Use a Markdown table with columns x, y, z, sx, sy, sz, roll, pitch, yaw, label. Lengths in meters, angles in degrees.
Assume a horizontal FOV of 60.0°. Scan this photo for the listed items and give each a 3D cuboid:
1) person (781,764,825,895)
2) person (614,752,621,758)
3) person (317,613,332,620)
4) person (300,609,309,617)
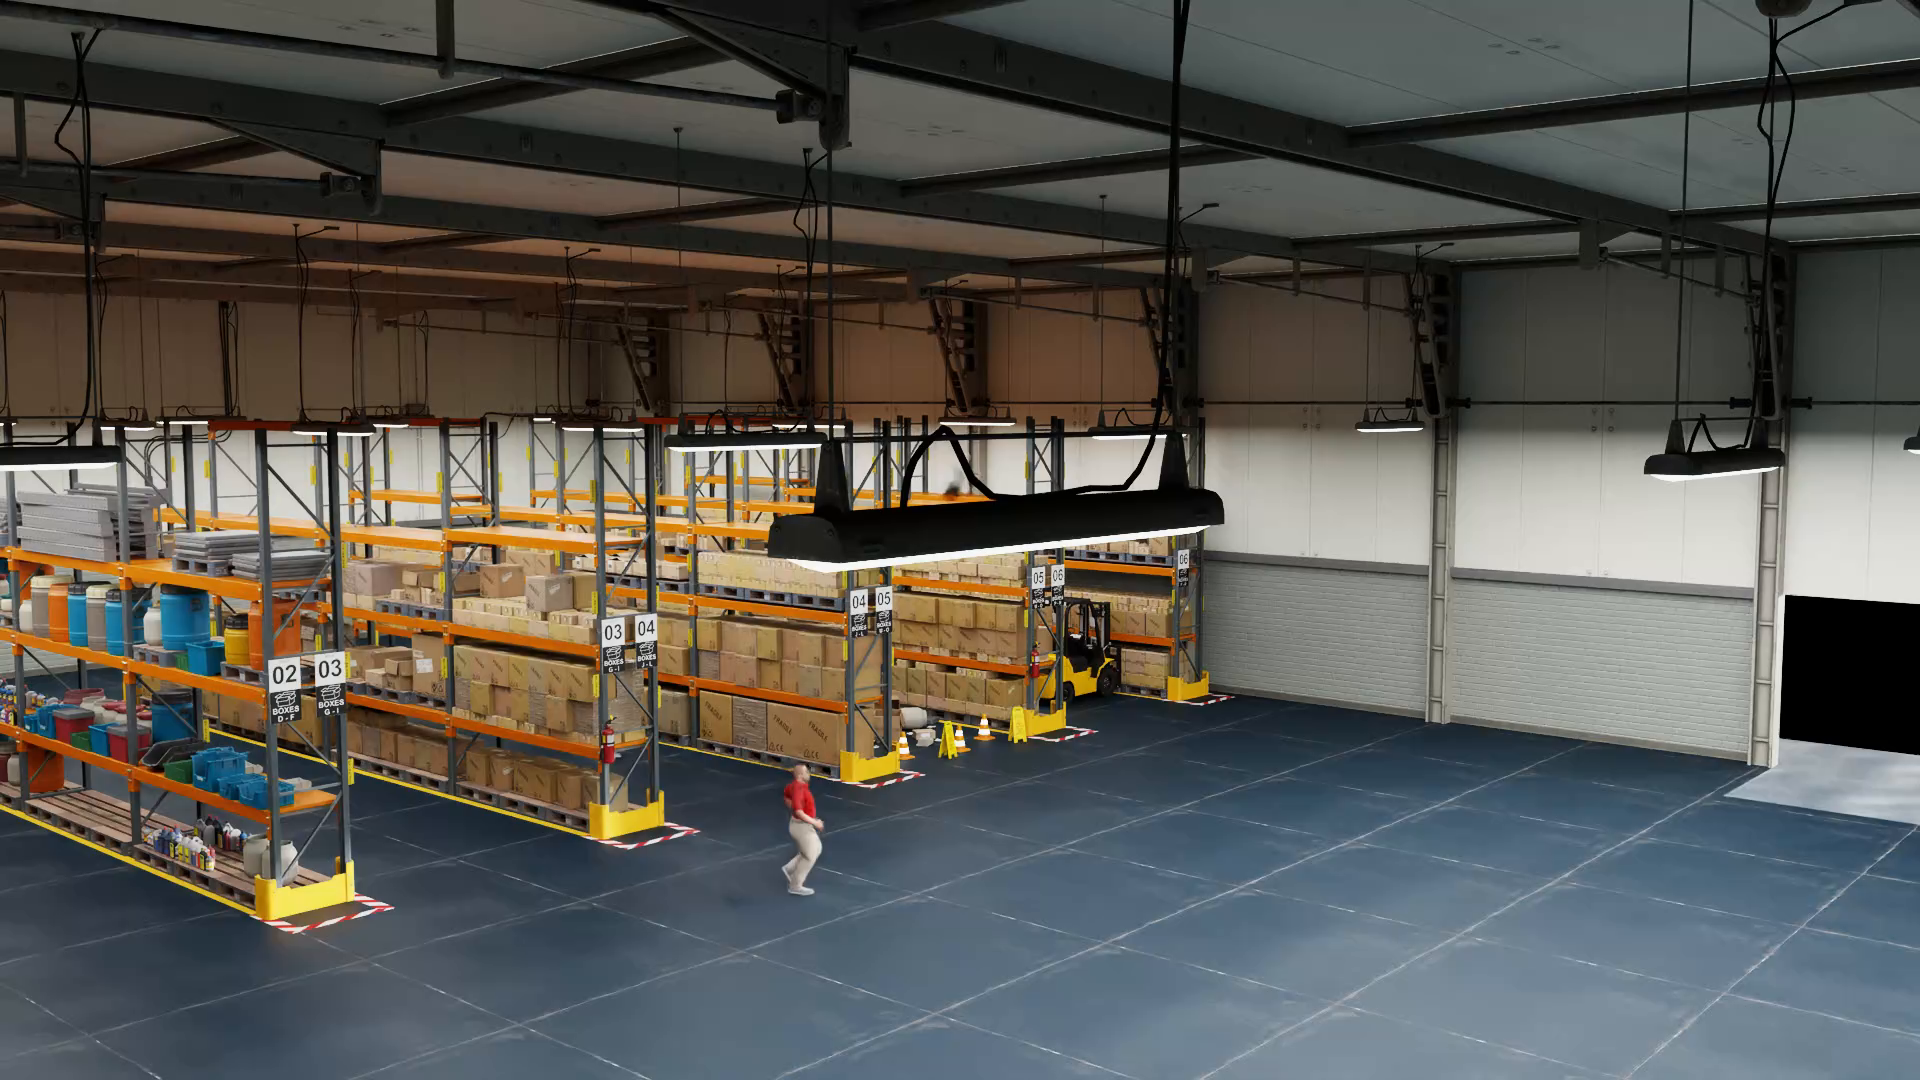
| x | y | z | sx | sy | sz | roll | pitch | yaw | label |
| --- | --- | --- | --- | --- | --- | --- | --- | --- | --- |
| -2.018 | 3.716 | 21.419 | 0.517 | 1.692 | 0.669 | -1 | 5 | -14 | person |
| -6.413 | 2.946 | 29.720 | 1.042 | 1.784 | 0.695 | 3 | 6 | 33 | person |
| -14.822 | 2.273 | 38.759 | 0.671 | 1.766 | 0.552 | 2 | 5 | 23 | person |
| -15.288 | 2.376 | 38.155 | 0.770 | 1.603 | 0.857 | 2 | 5 | 28 | person |
